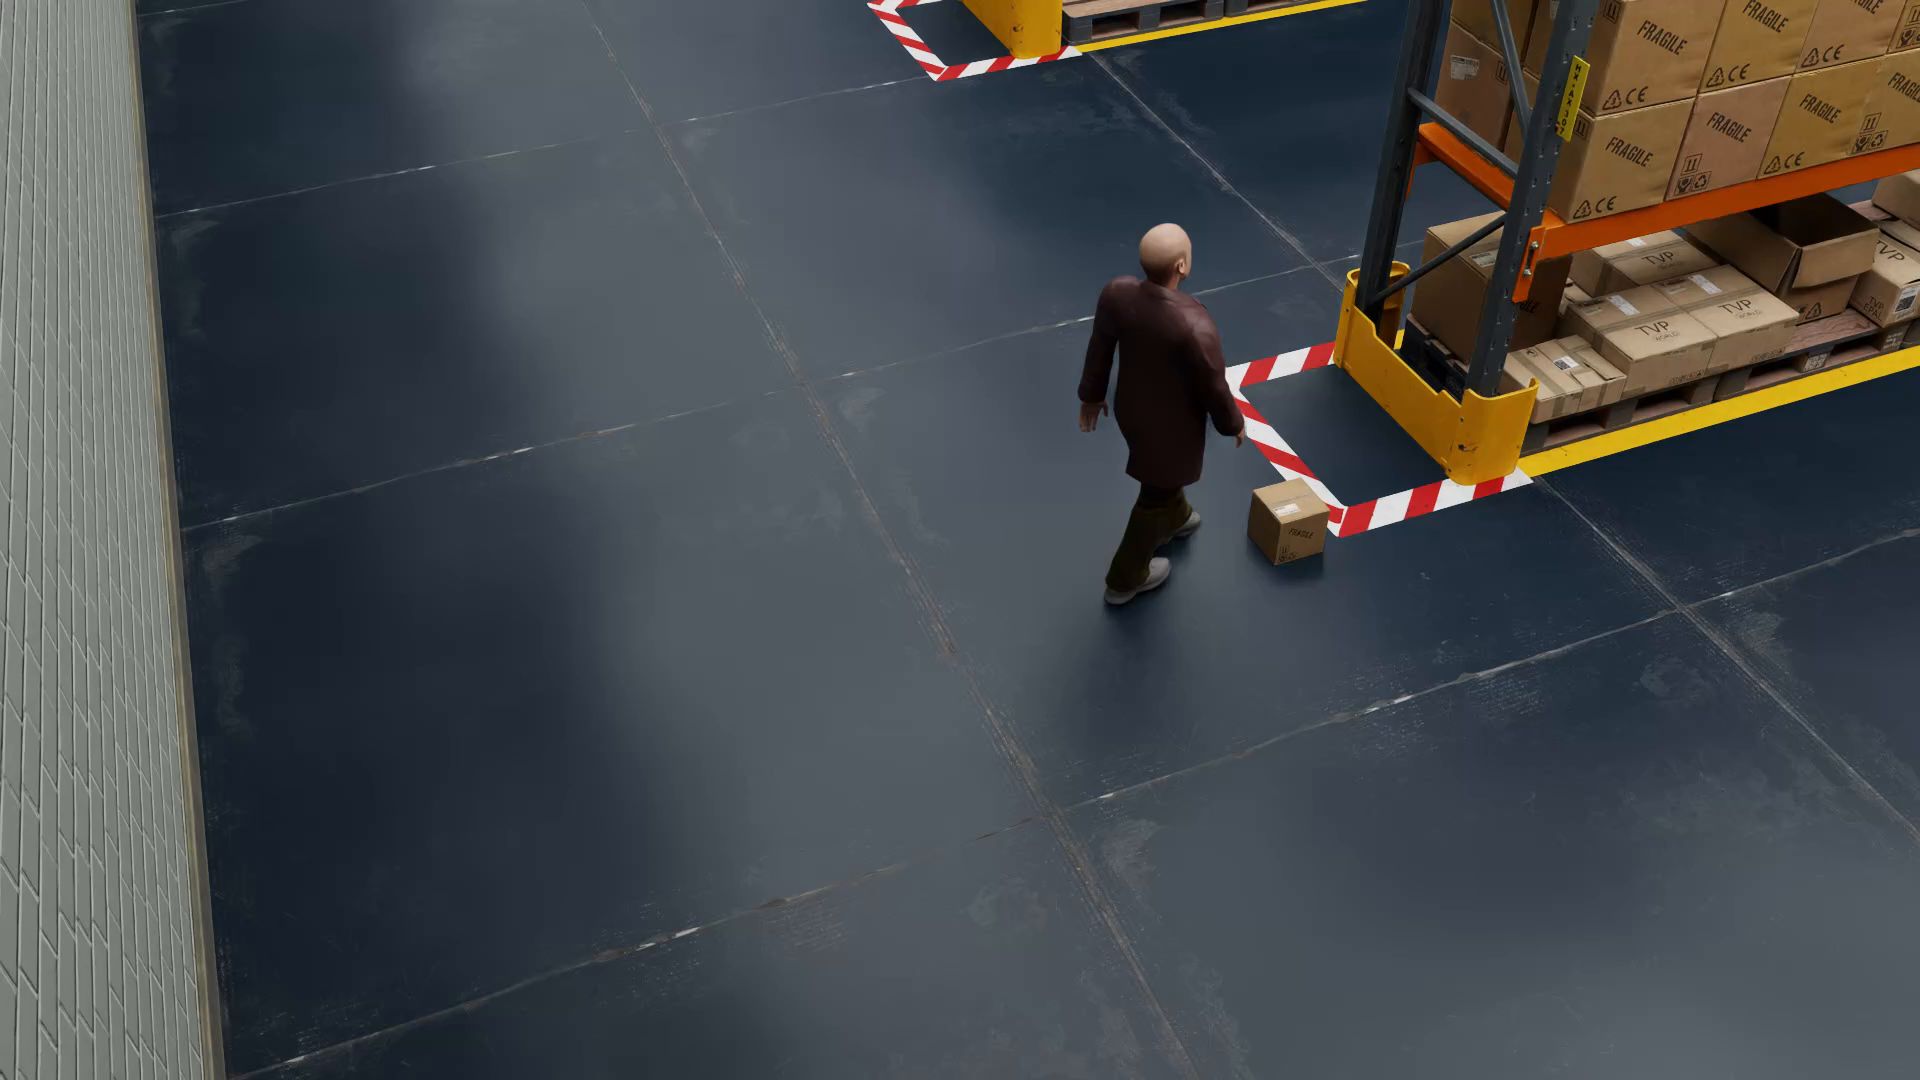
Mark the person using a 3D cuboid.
[{"bbox_3d":[0.902,-0.536,6.786,0.743,1.796,0.652,-27,48,-27],"label":"person"}]
